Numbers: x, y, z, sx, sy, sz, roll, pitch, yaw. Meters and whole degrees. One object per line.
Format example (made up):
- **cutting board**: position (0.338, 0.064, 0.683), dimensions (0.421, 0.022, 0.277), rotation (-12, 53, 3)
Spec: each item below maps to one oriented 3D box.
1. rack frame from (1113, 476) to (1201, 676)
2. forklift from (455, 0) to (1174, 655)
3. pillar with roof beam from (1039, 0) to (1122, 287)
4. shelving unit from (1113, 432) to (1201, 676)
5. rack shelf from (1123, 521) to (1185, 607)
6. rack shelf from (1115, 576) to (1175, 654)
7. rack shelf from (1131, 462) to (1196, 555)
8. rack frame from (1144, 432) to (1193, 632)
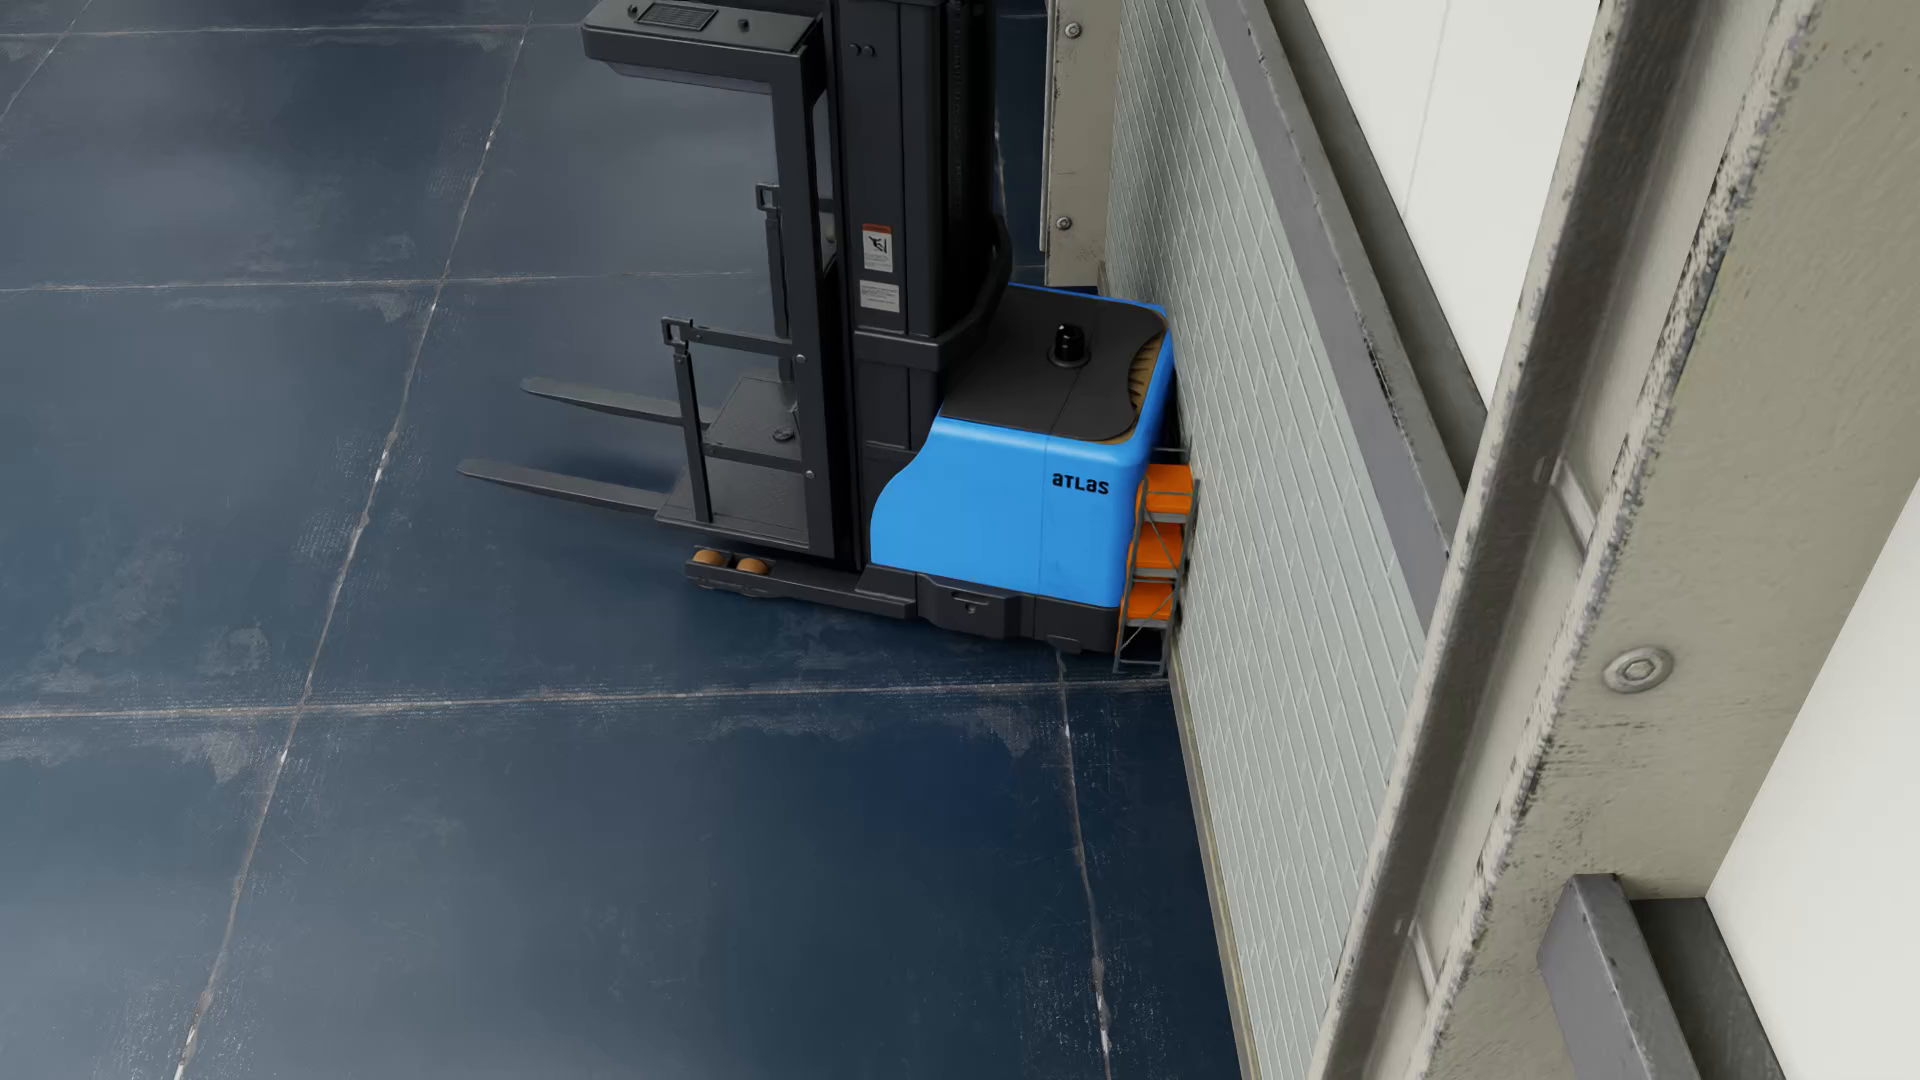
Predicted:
- **rack frame**: position (0.734, 0.159, 6.286), dimensions (0.200, 1.050, 0.008), rotation (3, 44, 0)
- **forklift**: position (-0.658, -1.173, 6.360), dimensions (3.031, 2.935, 1.130), rotation (11, 44, 11)
- **pillar with roof beam**: position (-3.709, -4.657, 5.671), dimensions (9.100, 9.000, 0.400), rotation (-2, 43, -2)
- **shelving unit**: position (0.738, 0.074, 6.374), dimensions (0.215, 1.050, 0.252), rotation (3, 44, 0)
- **rack shelf**: position (0.738, 0.082, 6.381), dimensions (0.215, 0.259, 0.240), rotation (3, 44, 0)
- **rack shelf**: position (0.726, 0.282, 6.574), dimensions (0.215, 0.259, 0.240), rotation (3, 44, 0)
- **rack shelf**: position (0.750, -0.122, 6.185), dimensions (0.215, 0.259, 0.240), rotation (3, 44, 0)
- **rack frame**: position (0.743, -0.010, 6.462), dimensions (0.200, 1.050, 0.008), rotation (3, 44, 0)
